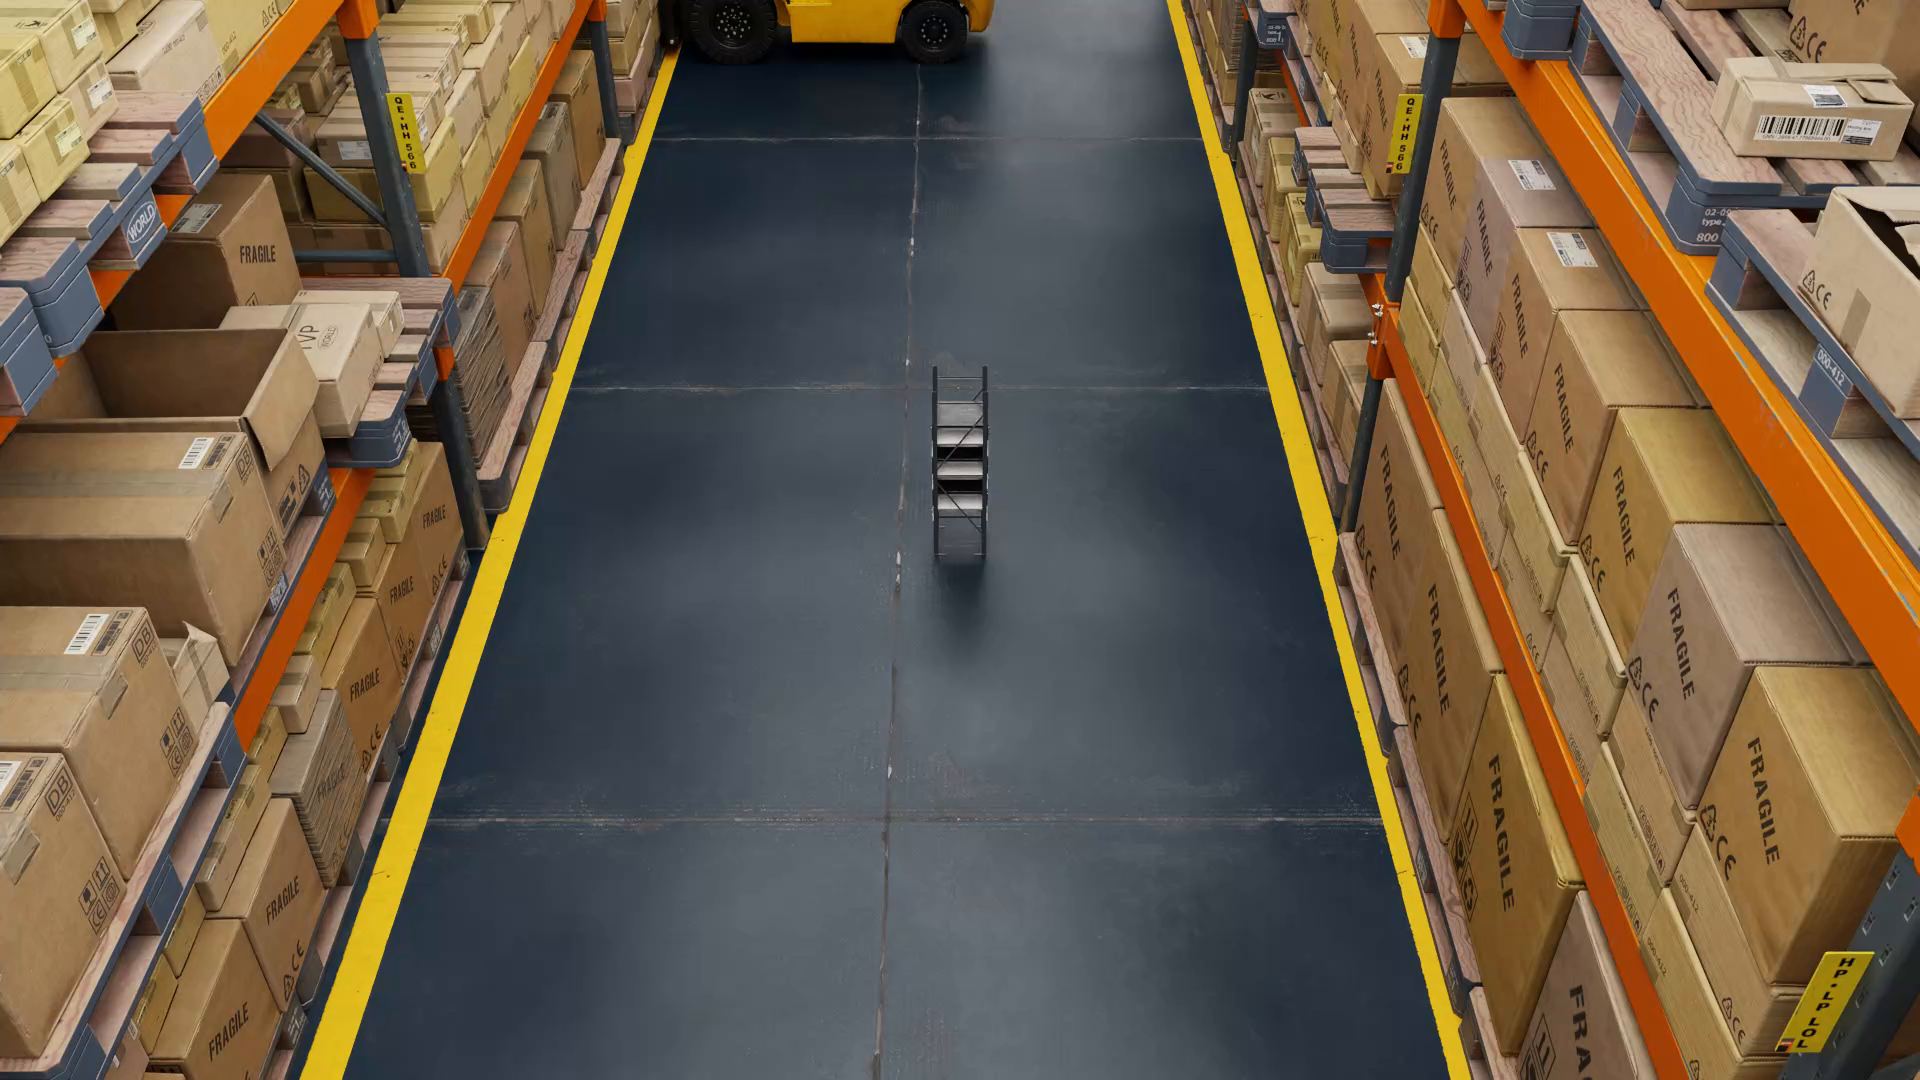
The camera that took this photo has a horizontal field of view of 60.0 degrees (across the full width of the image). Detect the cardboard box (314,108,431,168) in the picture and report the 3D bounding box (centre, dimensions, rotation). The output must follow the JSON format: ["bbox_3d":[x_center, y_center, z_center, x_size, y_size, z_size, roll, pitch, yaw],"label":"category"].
[{"bbox_3d":[-2.400,-1.644,6.804,0.380,0.149,0.250,1,39,1],"label":"cardboard box"}]

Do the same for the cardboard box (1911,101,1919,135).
[{"bbox_3d":[2.622,-1.082,4.074,0.396,0.266,0.258,3,39,4],"label":"cardboard box"}]

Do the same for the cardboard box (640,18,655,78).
[{"bbox_3d":[-2.384,-3.365,11.414,0.500,0.250,0.500,-1,39,-1],"label":"cardboard box"}]

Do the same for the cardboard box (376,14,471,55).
[{"bbox_3d":[-2.471,-2.292,7.613,0.380,0.149,0.250,0,39,0],"label":"cardboard box"}]

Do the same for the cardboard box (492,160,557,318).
[{"bbox_3d":[-2.691,-1.609,8.923,0.875,0.625,0.625,-2,39,-2],"label":"cardboard box"}]

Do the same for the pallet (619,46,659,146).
[{"bbox_3d":[-2.658,-3.063,11.404,1.003,0.211,1.213,0,39,0],"label":"pallet"}]

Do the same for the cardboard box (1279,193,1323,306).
[{"bbox_3d":[2.275,-1.586,9.096,0.950,0.372,0.625,1,39,1],"label":"cardboard box"}]

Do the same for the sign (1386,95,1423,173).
[{"bbox_3d":[1.727,-1.573,6.452,0.100,0.325,0.005,0,39,0],"label":"sign"}]

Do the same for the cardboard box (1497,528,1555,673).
[{"bbox_3d":[2.035,0.164,5.267,0.500,0.250,0.500,0,39,0],"label":"cardboard box"}]

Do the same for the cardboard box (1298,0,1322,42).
[{"bbox_3d":[1.978,-2.742,8.119,0.500,0.500,0.500,-2,39,-2],"label":"cardboard box"}]

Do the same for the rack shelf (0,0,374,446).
[{"bbox_3d":[-2.692,-0.792,4.516,1.077,0.370,4.000,0,39,0],"label":"rack shelf"}]

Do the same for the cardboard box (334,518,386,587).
[{"bbox_3d":[-2.453,0.050,6.433,0.380,0.149,0.250,-1,39,-2],"label":"cardboard box"}]

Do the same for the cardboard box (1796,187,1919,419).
[{"bbox_3d":[2.063,-0.508,3.322,0.500,0.311,0.500,0,39,0],"label":"cardboard box"}]

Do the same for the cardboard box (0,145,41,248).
[{"bbox_3d":[-2.296,-0.752,3.677,0.380,0.149,0.250,0,39,-1],"label":"cardboard box"}]

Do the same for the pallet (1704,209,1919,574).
[{"bbox_3d":[2.224,-0.326,3.513,0.805,0.209,1.217,-1,39,-2],"label":"pallet"}]

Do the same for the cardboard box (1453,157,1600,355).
[{"bbox_3d":[2.036,-0.969,5.681,0.500,0.500,0.500,0,39,0],"label":"cardboard box"}]

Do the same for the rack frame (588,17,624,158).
[{"bbox_3d":[-2.699,-3.654,9.911,1.000,3.000,0.127,0,39,0],"label":"rack frame"}]

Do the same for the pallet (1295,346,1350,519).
[{"bbox_3d":[2.270,-0.559,8.279,1.003,0.211,1.213,0,39,0],"label":"pallet"}]

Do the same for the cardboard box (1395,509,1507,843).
[{"bbox_3d":[2.184,0.497,6.095,0.875,0.875,0.875,0,39,1],"label":"cardboard box"}]

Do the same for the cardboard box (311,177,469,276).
[{"bbox_3d":[-2.450,-1.372,7.183,0.500,0.250,0.500,0,39,0],"label":"cardboard box"}]

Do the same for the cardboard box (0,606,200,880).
[{"bbox_3d":[-2.467,0.519,4.287,0.700,0.500,0.500,0,39,0],"label":"cardboard box"}]

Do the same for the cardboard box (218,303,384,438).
[{"bbox_3d":[-2.369,-0.598,5.882,0.500,0.250,0.500,-2,39,-2],"label":"cardboard box"}]

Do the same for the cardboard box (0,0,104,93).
[{"bbox_3d":[-2.312,-1.193,3.988,0.380,0.149,0.250,0,39,0],"label":"cardboard box"}]

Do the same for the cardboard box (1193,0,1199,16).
[{"bbox_3d":[1.991,-4.087,12.314,0.500,0.250,0.500,2,39,3],"label":"cardboard box"}]

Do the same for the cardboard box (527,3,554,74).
[{"bbox_3d":[-2.461,-2.656,8.785,0.500,0.250,0.500,0,39,0],"label":"cardboard box"}]

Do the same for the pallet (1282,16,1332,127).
[{"bbox_3d":[2.226,-2.321,8.402,1.003,0.211,1.213,0,39,0],"label":"pallet"}]

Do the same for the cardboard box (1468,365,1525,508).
[{"bbox_3d":[2.011,-0.343,5.500,0.500,0.250,0.500,0,39,0],"label":"cardboard box"}]

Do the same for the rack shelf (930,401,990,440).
[{"bbox_3d":[0.000,-0.531,7.314,0.258,0.077,0.200,0,39,0],"label":"rack shelf"}]

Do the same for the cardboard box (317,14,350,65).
[{"bbox_3d":[-2.941,-2.290,7.611,0.380,0.149,0.250,0,39,0],"label":"cardboard box"}]

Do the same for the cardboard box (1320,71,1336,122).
[{"bbox_3d":[1.909,-2.084,7.817,0.380,0.149,0.250,1,39,1],"label":"cardboard box"}]

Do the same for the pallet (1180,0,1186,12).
[{"bbox_3d":[2.226,-4.518,13.218,1.003,0.211,1.213,0,39,0],"label":"pallet"}]

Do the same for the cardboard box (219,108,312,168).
[{"bbox_3d":[-2.897,-1.648,6.809,0.380,0.149,0.250,1,39,1],"label":"cardboard box"}]

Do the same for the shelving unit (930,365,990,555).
[{"bbox_3d":[0.000,-0.346,7.462,0.258,0.900,0.210,0,39,0],"label":"shelving unit"}]

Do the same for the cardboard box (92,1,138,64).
[{"bbox_3d":[-2.478,-1.394,4.493,0.380,0.149,0.250,1,39,1],"label":"cardboard box"}]

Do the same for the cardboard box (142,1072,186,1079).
[{"bbox_3d":[-2.465,1.858,4.696,0.500,0.500,0.500,2,39,2],"label":"cardboard box"}]

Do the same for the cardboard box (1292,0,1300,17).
[{"bbox_3d":[1.976,-2.886,8.817,0.380,0.149,0.250,1,39,1],"label":"cardboard box"}]

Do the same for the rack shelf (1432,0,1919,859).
[{"bbox_3d":[2.272,-0.798,4.523,1.077,0.370,4.000,0,39,0],"label":"rack shelf"}]

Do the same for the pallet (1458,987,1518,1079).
[{"bbox_3d":[2.198,1.949,5.150,1.003,0.211,1.213,0,39,0],"label":"pallet"}]

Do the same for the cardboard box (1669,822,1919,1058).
[{"bbox_3d":[2.030,0.931,3.910,0.500,0.250,0.500,0,39,0],"label":"cardboard box"}]

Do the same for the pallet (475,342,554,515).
[{"bbox_3d":[-2.656,-0.579,8.304,1.003,0.211,1.213,0,39,0],"label":"pallet"}]

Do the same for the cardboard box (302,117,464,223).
[{"bbox_3d":[-2.426,-1.567,7.027,0.500,0.250,0.500,0,39,0],"label":"cardboard box"}]

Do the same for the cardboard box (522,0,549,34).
[{"bbox_3d":[-2.440,-2.842,8.618,0.500,0.250,0.500,1,39,1],"label":"cardboard box"}]

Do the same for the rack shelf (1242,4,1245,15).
[{"bbox_3d":[2.262,-4.630,11.704,1.077,0.370,4.000,0,39,0],"label":"rack shelf"}]

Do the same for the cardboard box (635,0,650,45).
[{"bbox_3d":[-2.393,-3.558,11.254,0.500,0.250,0.500,0,39,0],"label":"cardboard box"}]

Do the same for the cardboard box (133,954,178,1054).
[{"bbox_3d":[-2.513,1.349,4.812,0.380,0.149,0.250,-2,39,-2],"label":"cardboard box"}]

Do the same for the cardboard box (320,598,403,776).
[{"bbox_3d":[-2.486,0.564,6.311,0.500,0.500,0.500,2,39,2],"label":"cardboard box"}]

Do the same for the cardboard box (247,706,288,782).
[{"bbox_3d":[-2.518,0.697,5.625,0.380,0.149,0.250,0,39,0],"label":"cardboard box"}]

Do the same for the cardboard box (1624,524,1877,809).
[{"bbox_3d":[2.014,0.311,4.084,0.500,0.500,0.500,1,39,1],"label":"cardboard box"}]

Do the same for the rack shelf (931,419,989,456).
[{"bbox_3d":[0.000,-0.461,7.371,0.258,0.077,0.200,0,39,0],"label":"rack shelf"}]

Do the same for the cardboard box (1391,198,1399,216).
[{"bbox_3d":[2.034,-1.429,7.000,0.380,0.149,0.250,1,39,2],"label":"cardboard box"}]
